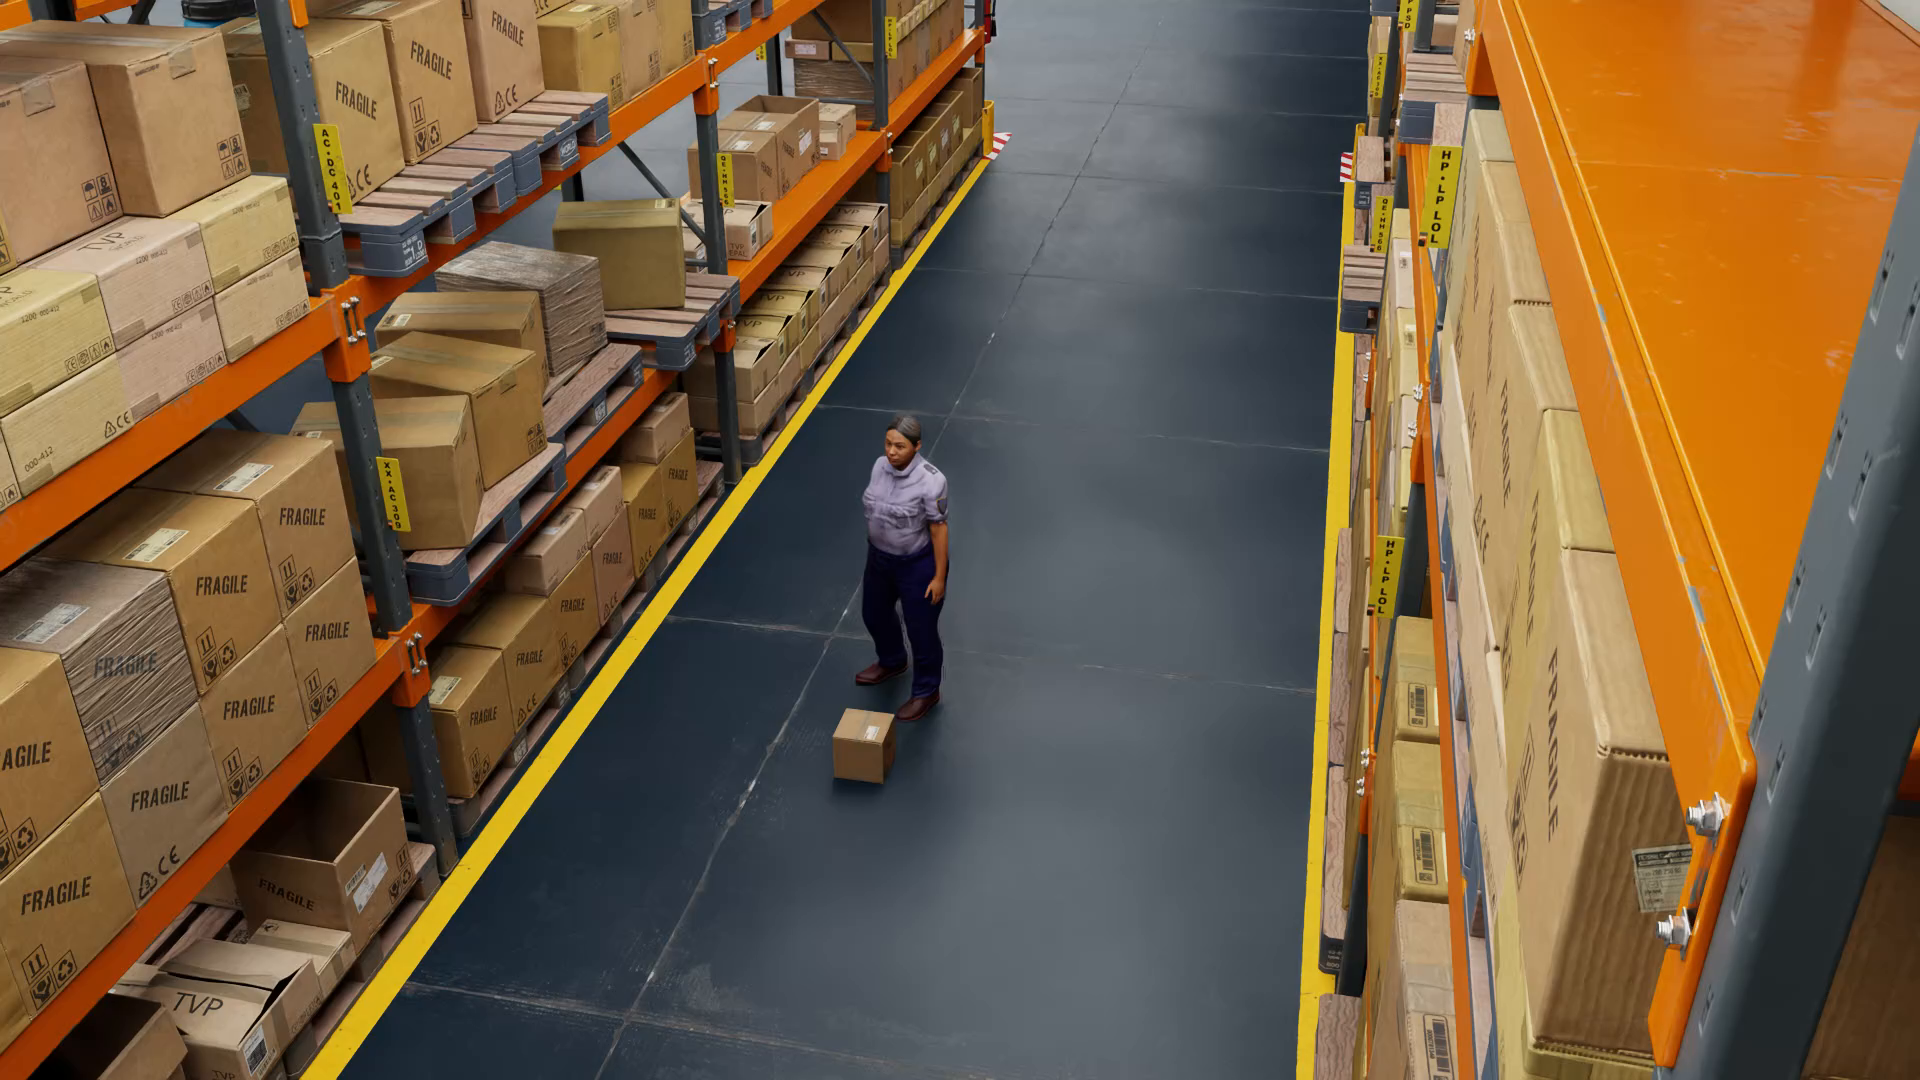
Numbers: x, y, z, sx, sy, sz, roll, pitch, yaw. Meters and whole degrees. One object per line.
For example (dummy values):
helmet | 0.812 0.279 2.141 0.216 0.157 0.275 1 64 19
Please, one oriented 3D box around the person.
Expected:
person | -0.302 0.119 8.423 0.610 1.651 0.392 21 35 33
